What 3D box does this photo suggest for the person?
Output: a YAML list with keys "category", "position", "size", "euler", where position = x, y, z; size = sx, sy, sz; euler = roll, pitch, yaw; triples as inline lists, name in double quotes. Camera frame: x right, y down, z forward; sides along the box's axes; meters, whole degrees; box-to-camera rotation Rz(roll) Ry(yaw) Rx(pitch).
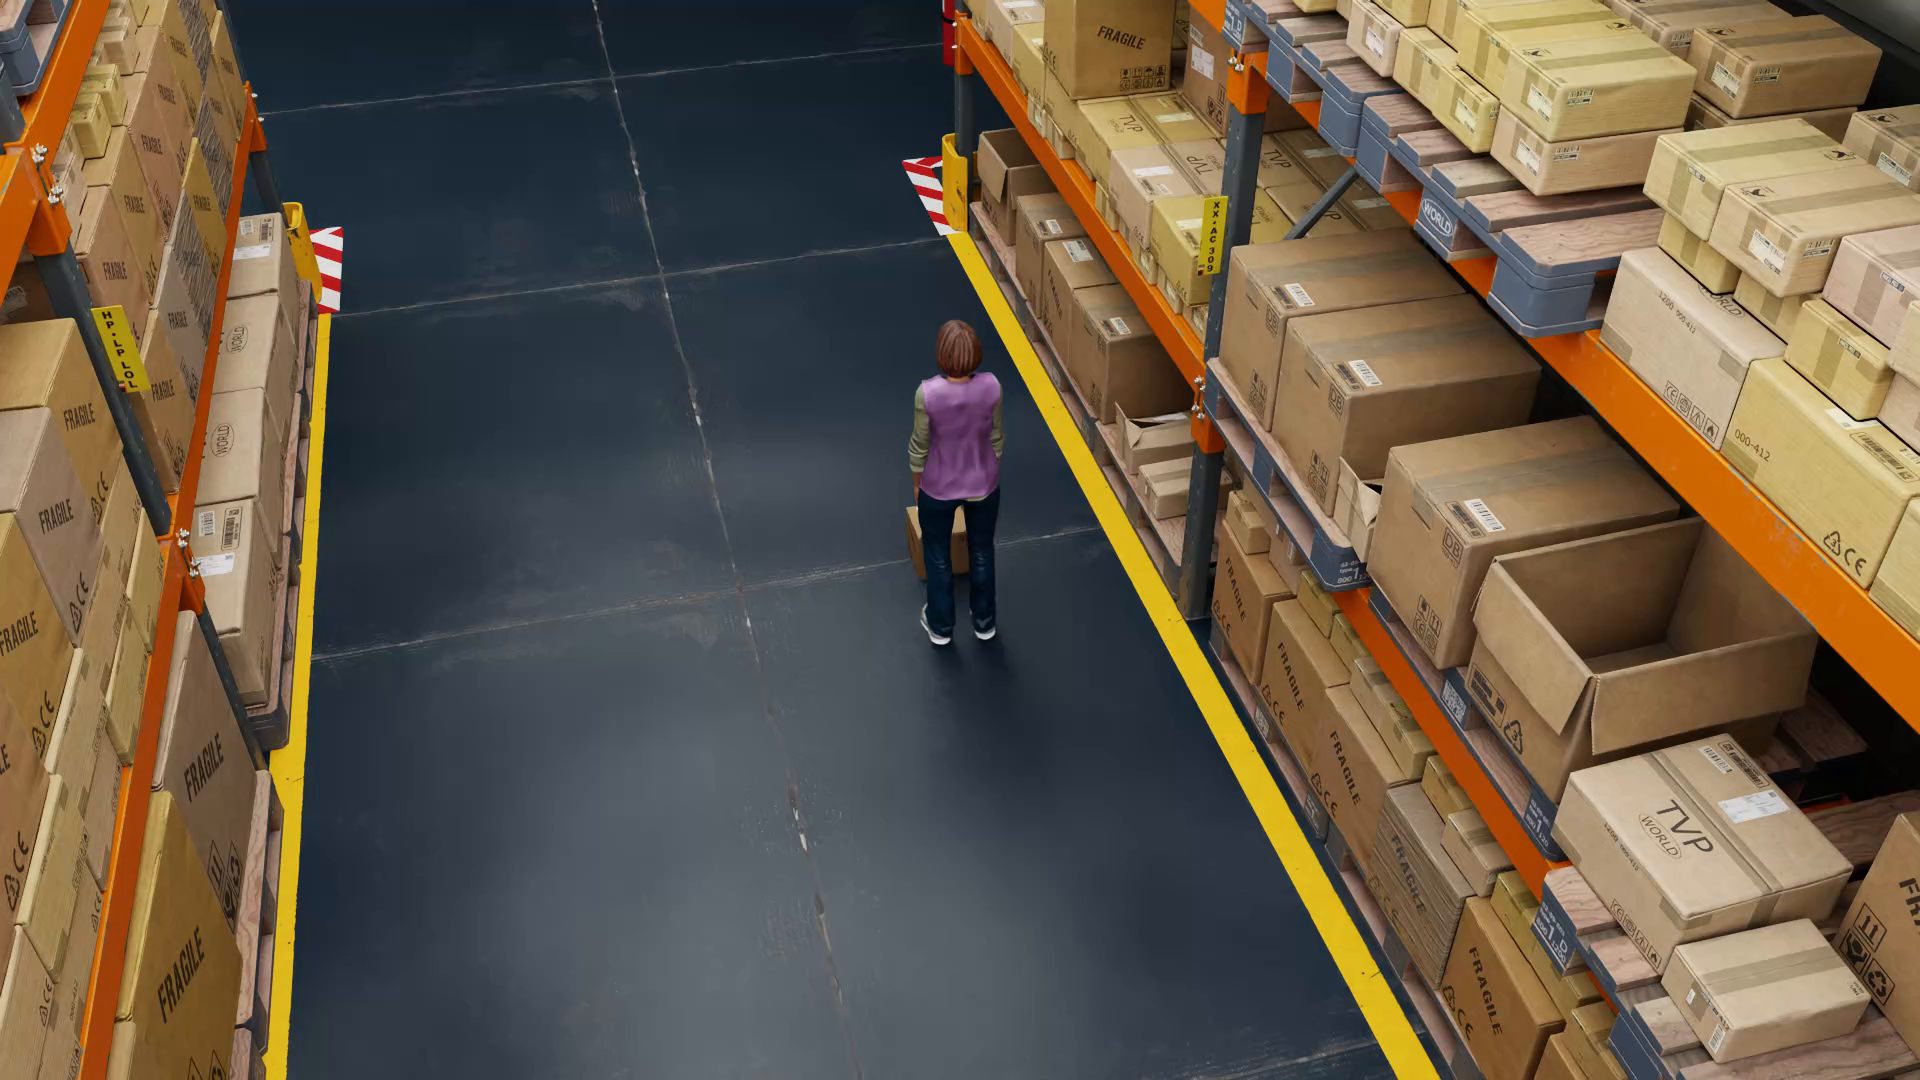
- category: "person"
  position: [-0.017, -0.229, 7.007]
  size: [0.405, 1.600, 0.310]
  euler: [-7, 39, -9]
